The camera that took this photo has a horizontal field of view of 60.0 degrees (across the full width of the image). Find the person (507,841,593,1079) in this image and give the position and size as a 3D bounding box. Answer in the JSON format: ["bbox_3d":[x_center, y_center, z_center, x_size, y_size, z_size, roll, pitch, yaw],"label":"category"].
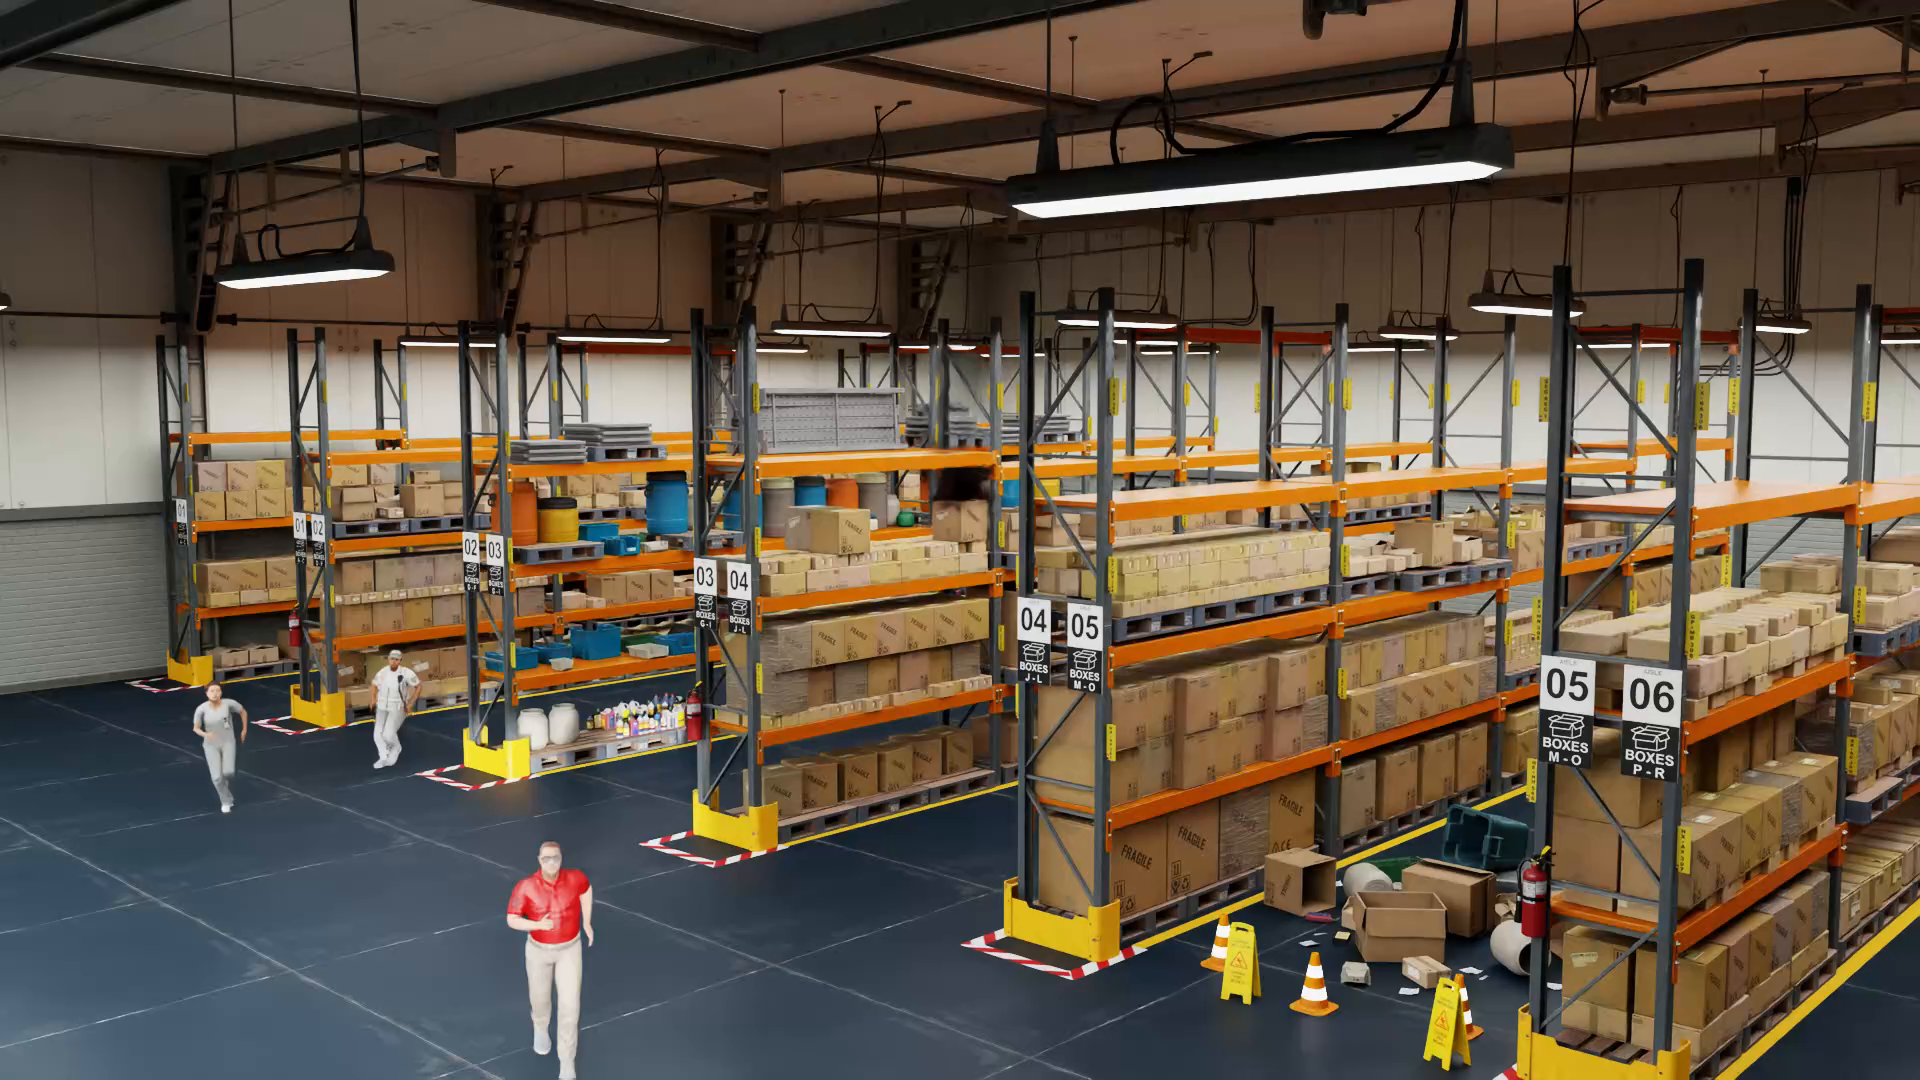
[{"bbox_3d":[-3.070,3.121,12.508,0.642,1.766,0.915,-2,6,-17],"label":"person"}]

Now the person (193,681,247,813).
[{"bbox_3d":[-8.889,2.490,20.019,0.603,1.621,0.629,-3,6,-26],"label":"person"}]

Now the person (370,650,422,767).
[{"bbox_3d":[-7.614,2.273,22.305,0.662,1.611,0.550,1,5,9],"label":"person"}]
